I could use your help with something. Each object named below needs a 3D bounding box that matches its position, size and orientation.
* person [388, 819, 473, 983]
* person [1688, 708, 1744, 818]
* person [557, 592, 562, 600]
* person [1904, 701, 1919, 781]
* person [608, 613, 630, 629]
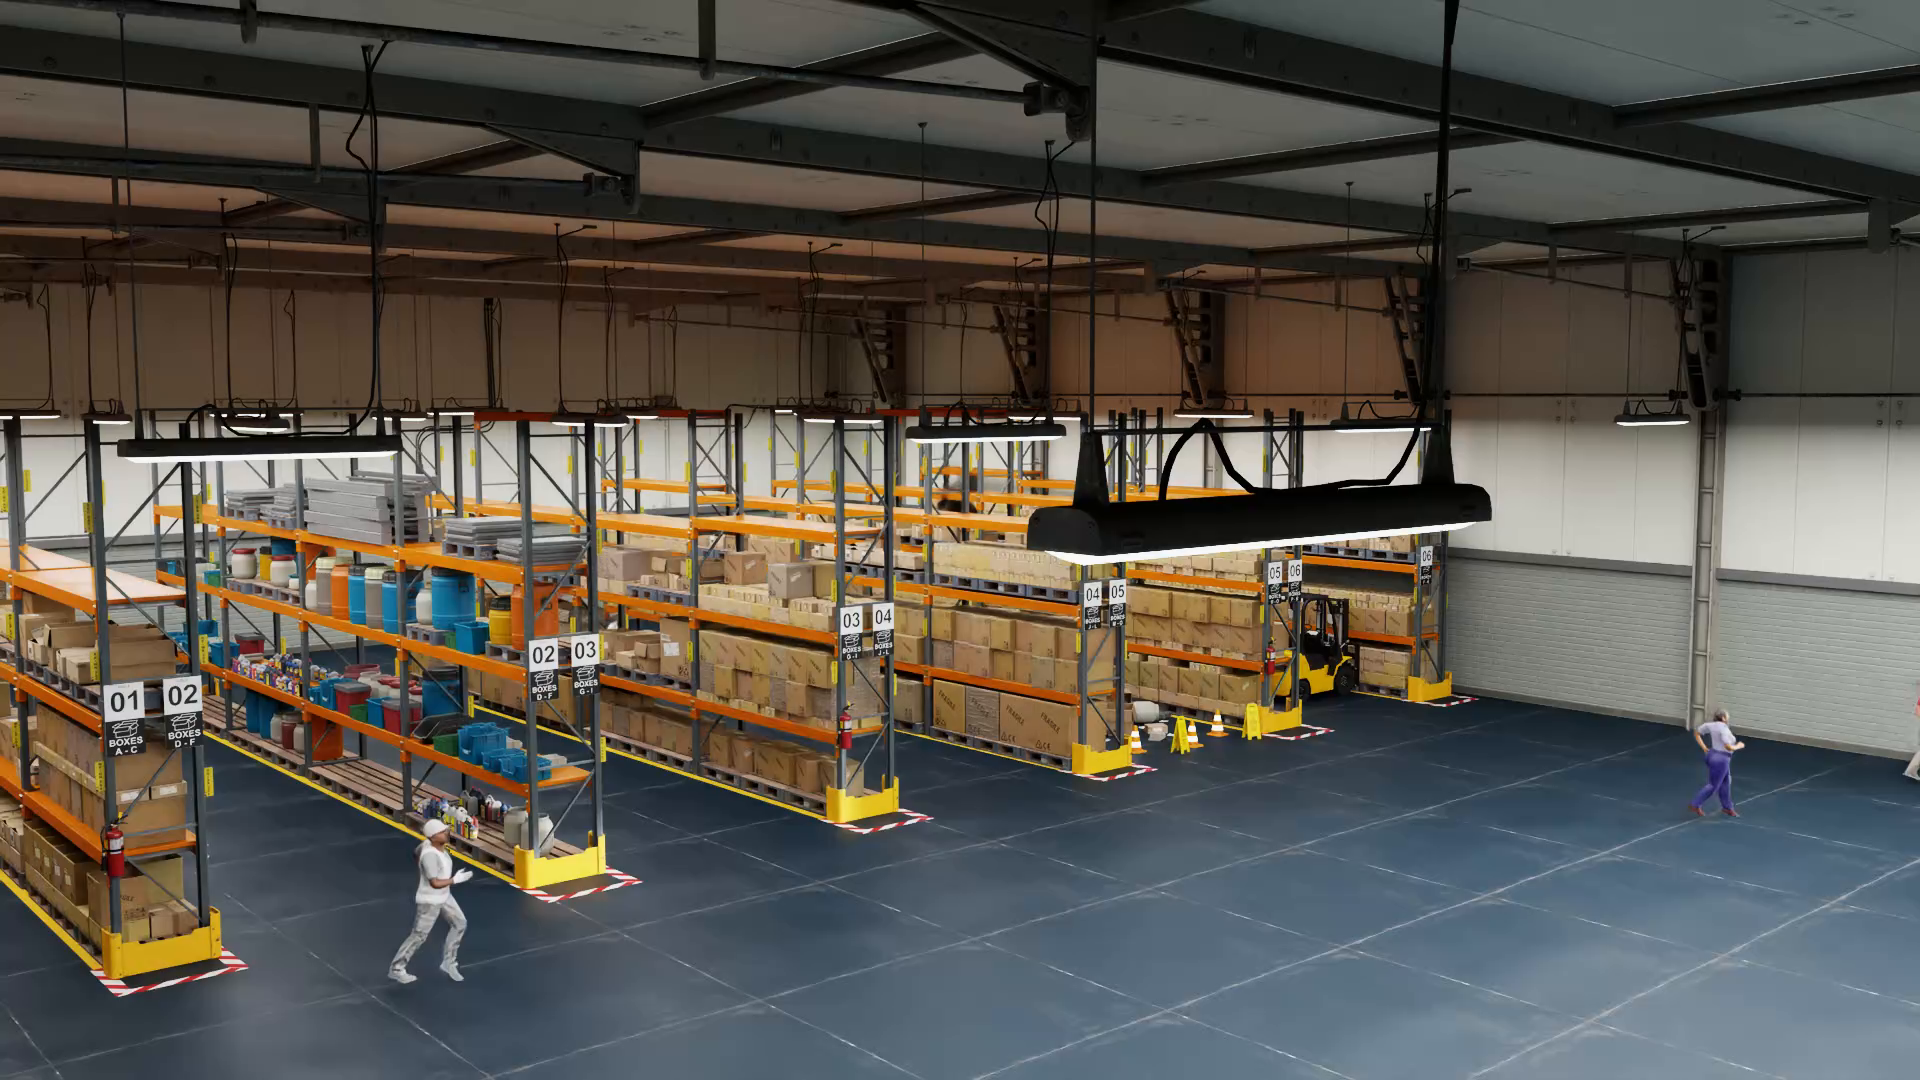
[{"bbox_3d":[-5.657,3.882,17.819,0.906,1.827,0.694,0,5,-5],"label":"person"},{"bbox_3d":[11.249,3.335,24.702,0.857,1.690,0.590,0,5,1],"label":"person"},{"bbox_3d":[-9.664,2.015,39.722,0.713,1.656,0.531,2,5,21],"label":"person"},{"bbox_3d":[15.735,3.125,26.872,0.768,1.798,0.631,2,6,24],"label":"person"},{"bbox_3d":[-7.588,2.326,36.936,0.644,1.514,0.891,-4,6,-39],"label":"person"}]
